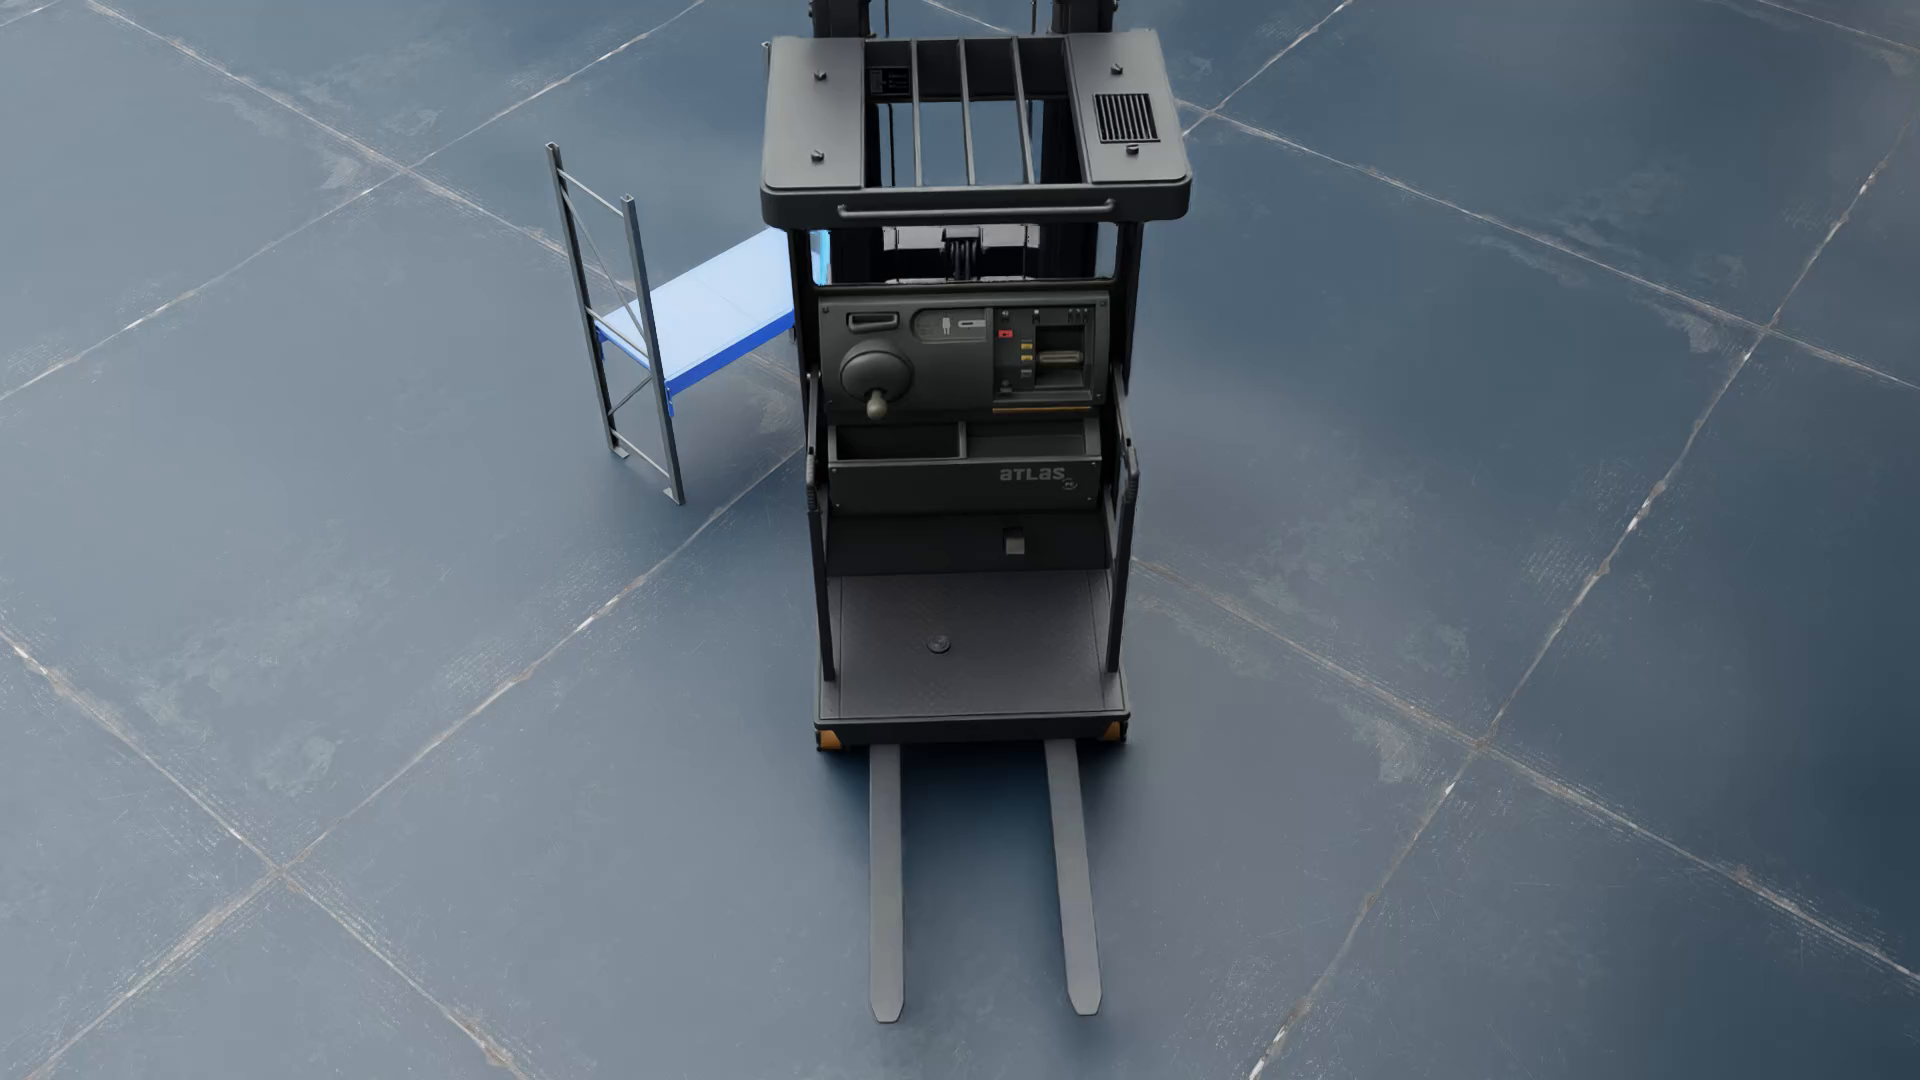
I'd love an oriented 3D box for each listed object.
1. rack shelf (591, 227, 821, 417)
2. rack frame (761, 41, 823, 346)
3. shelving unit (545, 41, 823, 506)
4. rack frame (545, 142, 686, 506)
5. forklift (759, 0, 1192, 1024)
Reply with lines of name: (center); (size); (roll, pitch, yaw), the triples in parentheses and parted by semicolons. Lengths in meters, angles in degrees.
rack shelf: (-0.961, -0.930, 6.850); (1.000, 0.185, 0.538); (-35, 56, -29)
rack frame: (-0.597, -1.311, 6.965); (0.032, 1.500, 0.500); (-35, 56, -29)
shelving unit: (-0.961, -1.054, 6.720); (1.048, 1.500, 0.538); (-35, 56, -29)
rack frame: (-1.325, -0.798, 6.475); (0.032, 1.500, 0.500); (-35, 56, -29)
forklift: (0.026, -0.497, 5.198); (1.130, 2.935, 3.031); (-2, 46, -2)
